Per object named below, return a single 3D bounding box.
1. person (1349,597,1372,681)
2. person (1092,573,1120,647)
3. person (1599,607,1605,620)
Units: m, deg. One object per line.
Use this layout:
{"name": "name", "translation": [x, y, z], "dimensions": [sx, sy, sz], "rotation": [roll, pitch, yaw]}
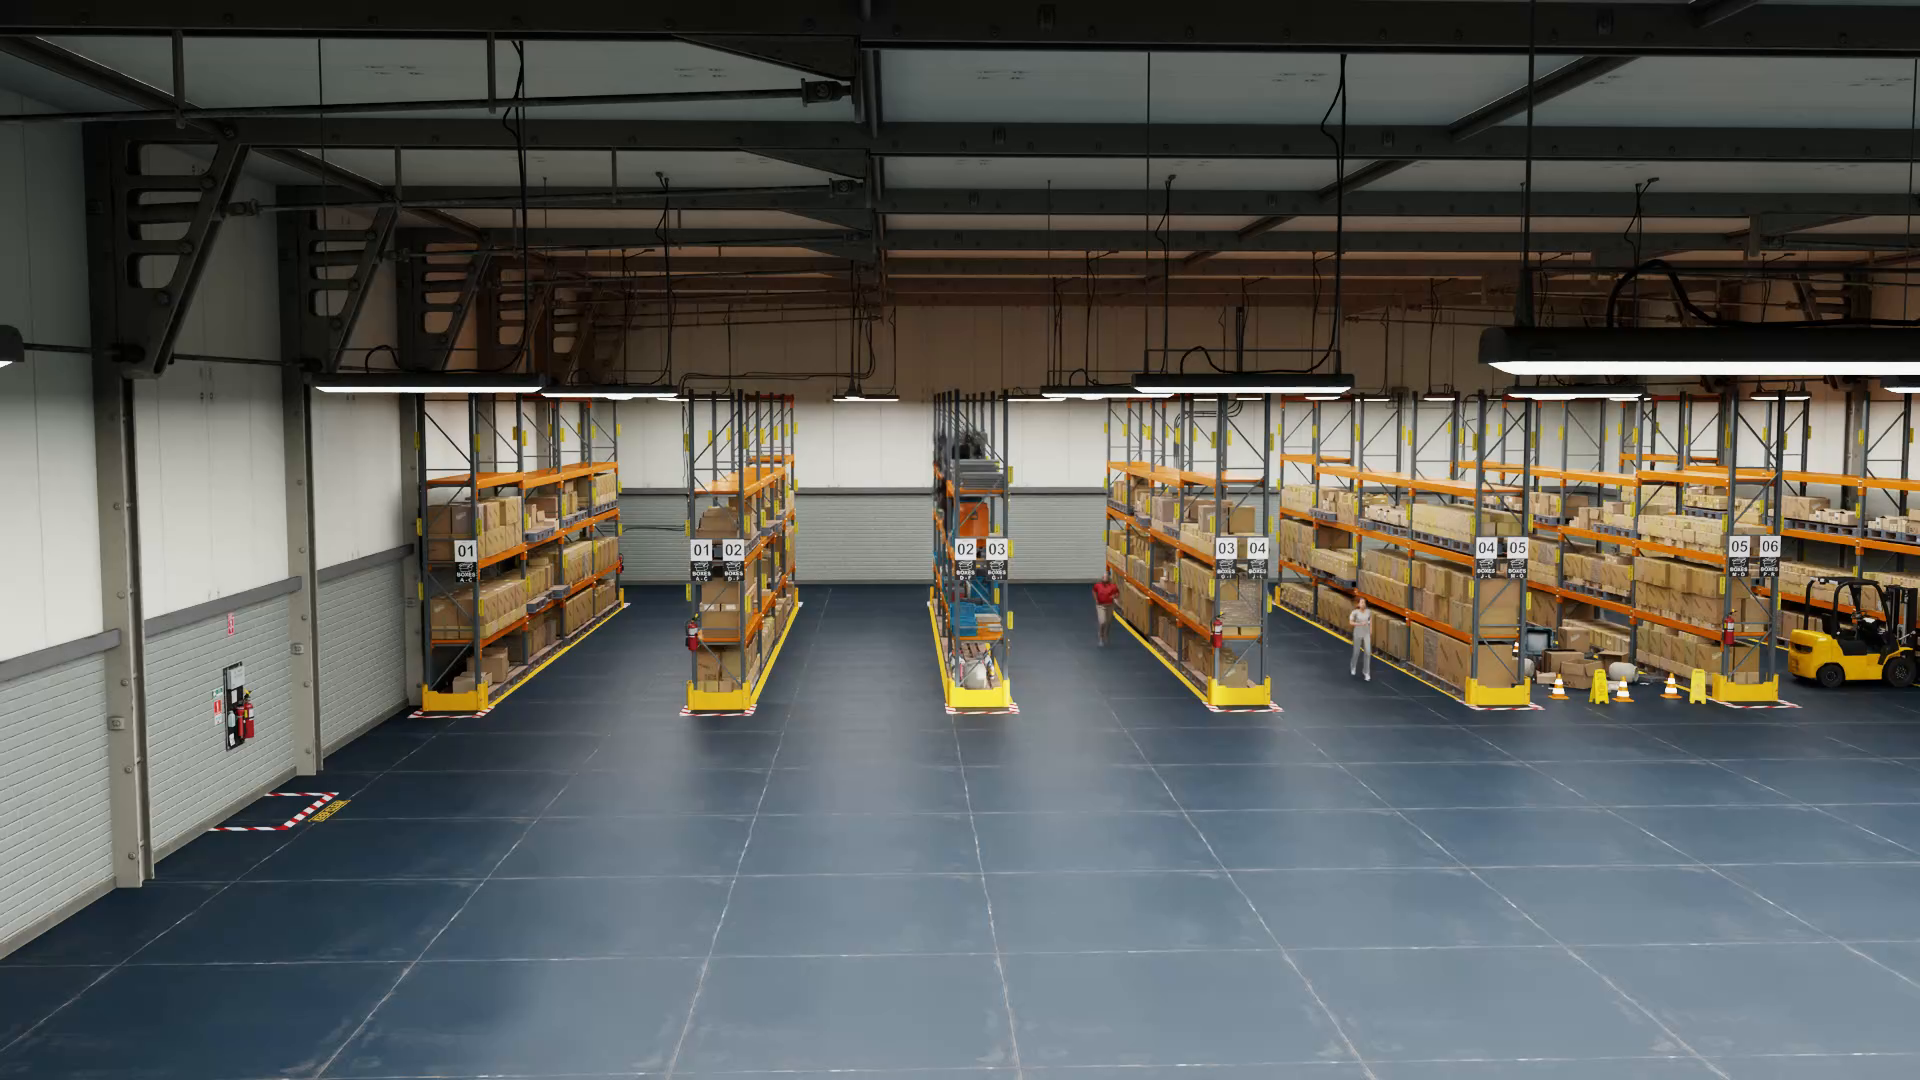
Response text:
{"name": "person", "translation": [8.374, 2.041, 34.771], "dimensions": [0.566, 1.721, 0.831], "rotation": [0, 5, -4]}
{"name": "person", "translation": [3.472, 1.673, 39.468], "dimensions": [0.624, 1.803, 0.781], "rotation": [0, 5, -2]}
{"name": "person", "translation": [16.348, 1.379, 42.434], "dimensions": [0.643, 1.827, 0.737], "rotation": [0, 5, -6]}
